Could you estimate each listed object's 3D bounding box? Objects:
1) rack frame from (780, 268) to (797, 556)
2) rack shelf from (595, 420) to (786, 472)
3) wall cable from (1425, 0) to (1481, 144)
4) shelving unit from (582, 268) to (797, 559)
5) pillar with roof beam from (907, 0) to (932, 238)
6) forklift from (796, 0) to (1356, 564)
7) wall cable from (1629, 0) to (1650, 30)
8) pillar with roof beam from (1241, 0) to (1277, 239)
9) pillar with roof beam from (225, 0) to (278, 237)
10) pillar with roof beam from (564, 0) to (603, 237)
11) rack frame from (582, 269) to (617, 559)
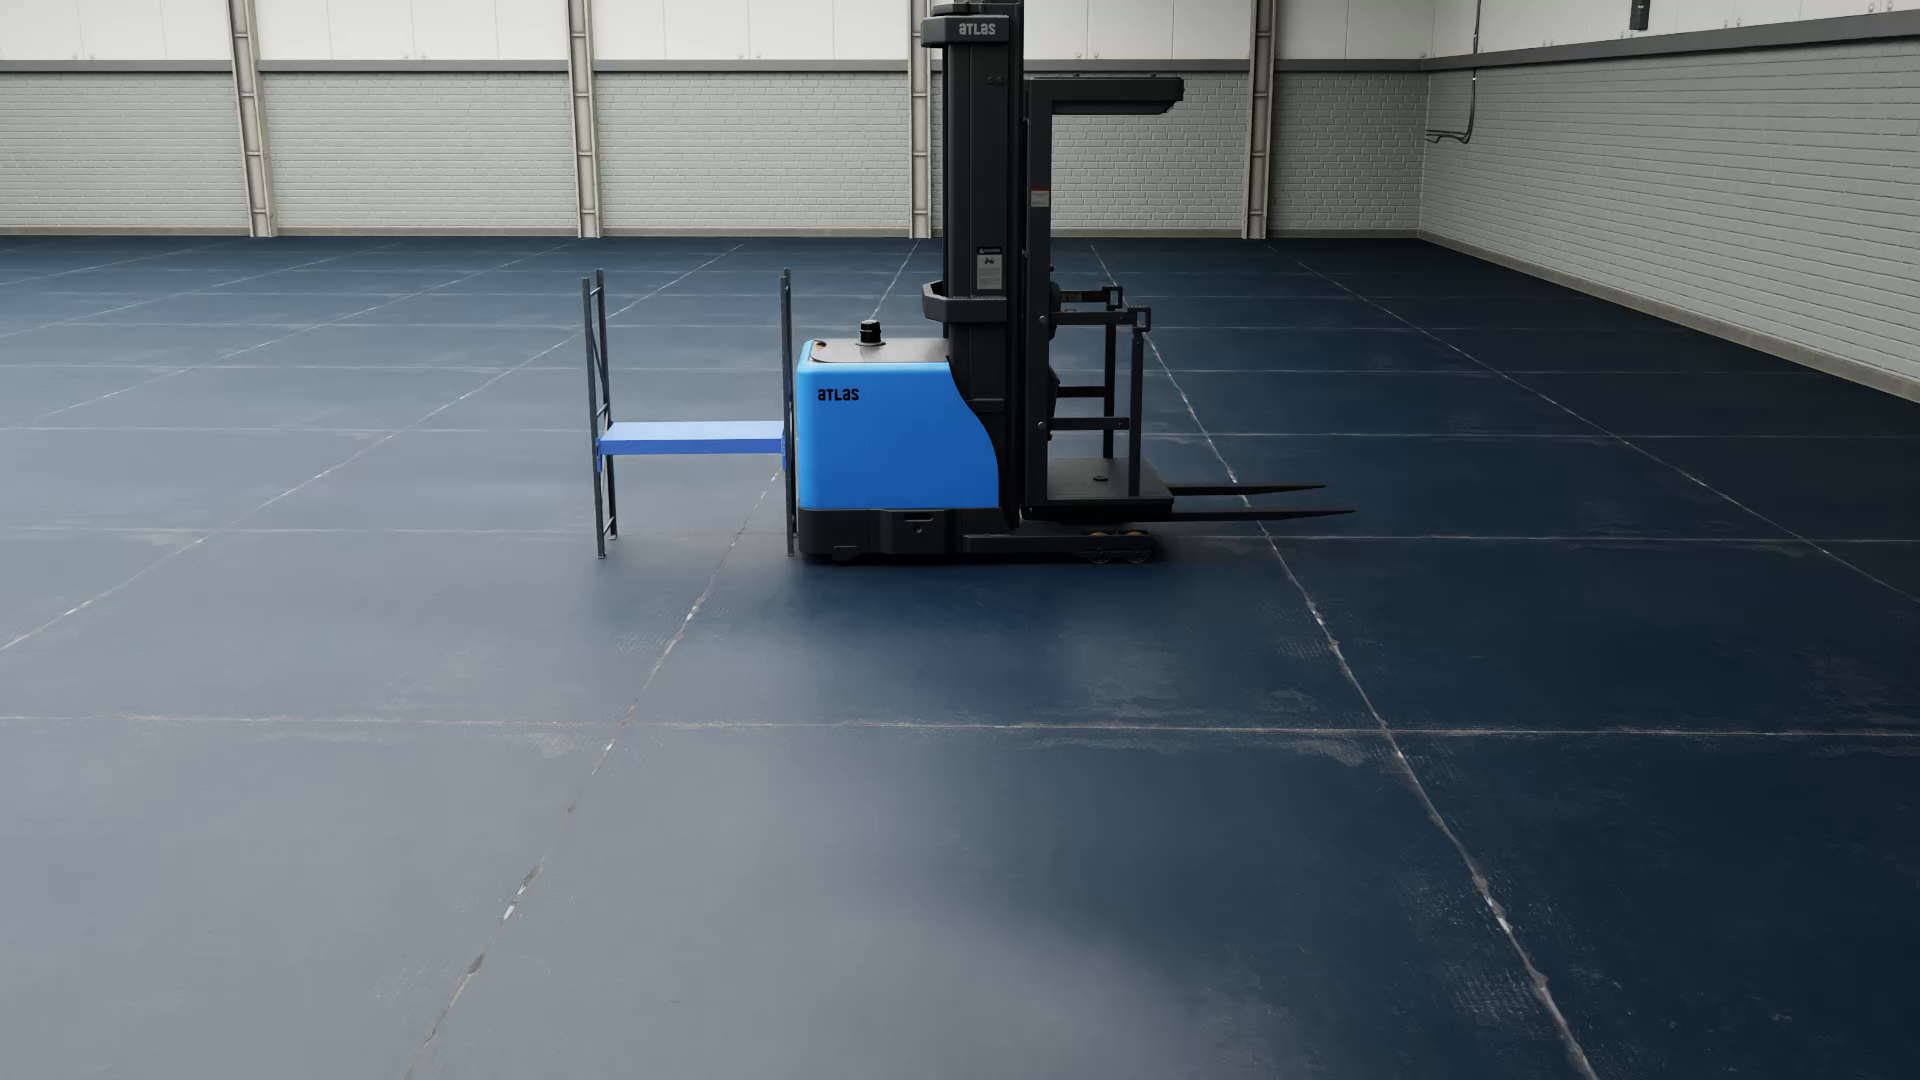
[{"bbox_3d":[-0.933,-0.702,9.060,0.032,1.500,0.500,-1,15,-3],"label":"rack frame"},{"bbox_3d":[-1.440,-0.521,9.080,1.000,0.185,0.538,-1,15,-3],"label":"rack shelf"},{"bbox_3d":[8.197,-7.929,27.842,0.112,2.526,3.097,0,15,1],"label":"wall cable"},{"bbox_3d":[-1.440,-0.695,9.034,1.048,1.500,0.538,-1,15,-3],"label":"shelving unit"},{"bbox_3d":[-0.822,-8.728,24.783,0.400,9.000,9.100,0,15,1],"label":"pillar with roof beam"},{"bbox_3d":[0.630,-1.426,8.998,3.031,2.935,1.130,-1,15,-3],"label":"forklift"},{"bbox_3d":[7.939,-8.654,17.836,0.169,6.003,2.305,0,15,1],"label":"wall cable"},{"bbox_3d":[5.176,-8.689,24.635,0.400,9.000,9.100,0,15,1],"label":"pillar with roof beam"},{"bbox_3d":[-12.818,-8.807,25.080,0.400,9.000,9.100,0,15,1],"label":"pillar with roof beam"},{"bbox_3d":[-6.820,-8.768,24.932,0.400,9.000,9.100,0,15,1],"label":"pillar with roof beam"},{"bbox_3d":[-1.948,-0.688,9.008,0.032,1.500,0.500,-1,15,-3],"label":"rack frame"}]
